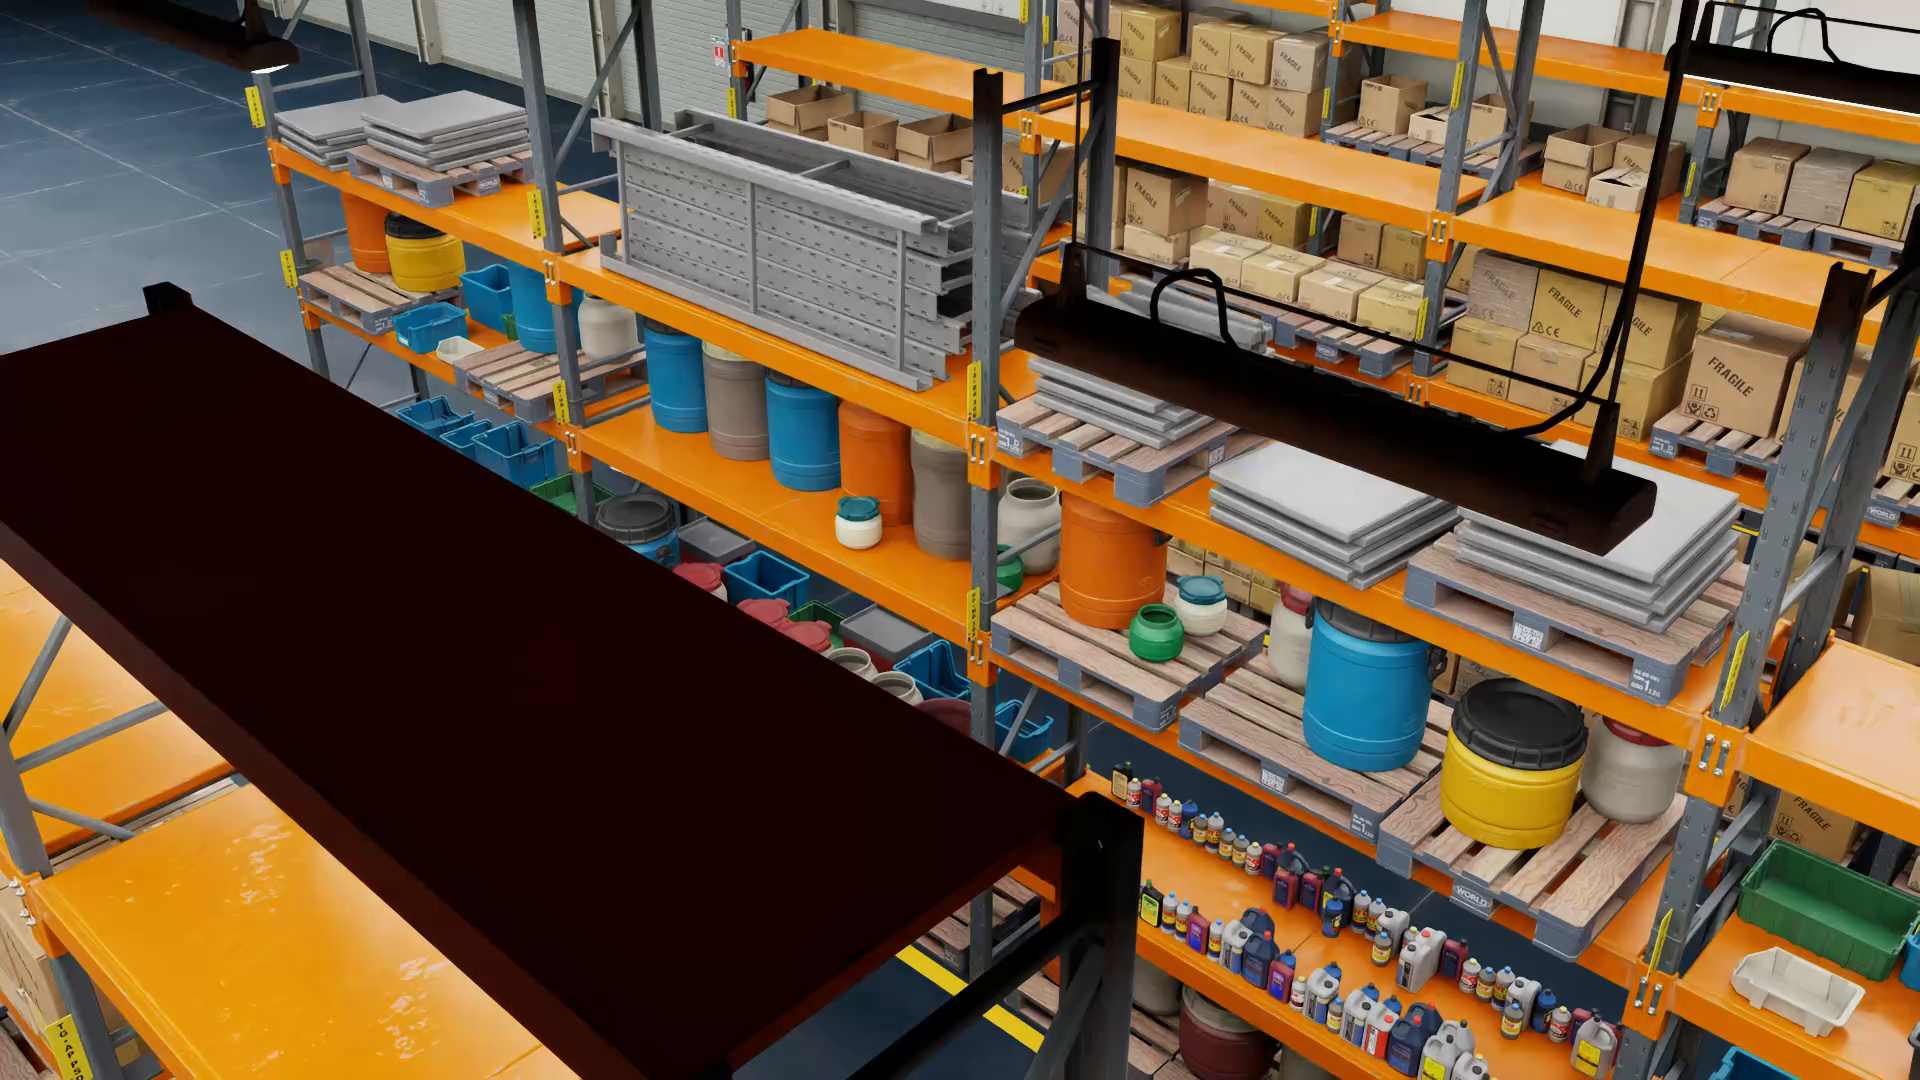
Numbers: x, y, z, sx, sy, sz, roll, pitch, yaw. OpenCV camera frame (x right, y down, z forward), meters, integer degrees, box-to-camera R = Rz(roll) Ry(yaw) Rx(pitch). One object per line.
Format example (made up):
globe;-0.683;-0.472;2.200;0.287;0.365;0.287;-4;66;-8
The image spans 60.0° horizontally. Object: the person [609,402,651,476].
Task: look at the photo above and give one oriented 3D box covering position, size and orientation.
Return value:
person;-3.188;-1.180;16.834;1.020;1.422;0.430;4;30;8
